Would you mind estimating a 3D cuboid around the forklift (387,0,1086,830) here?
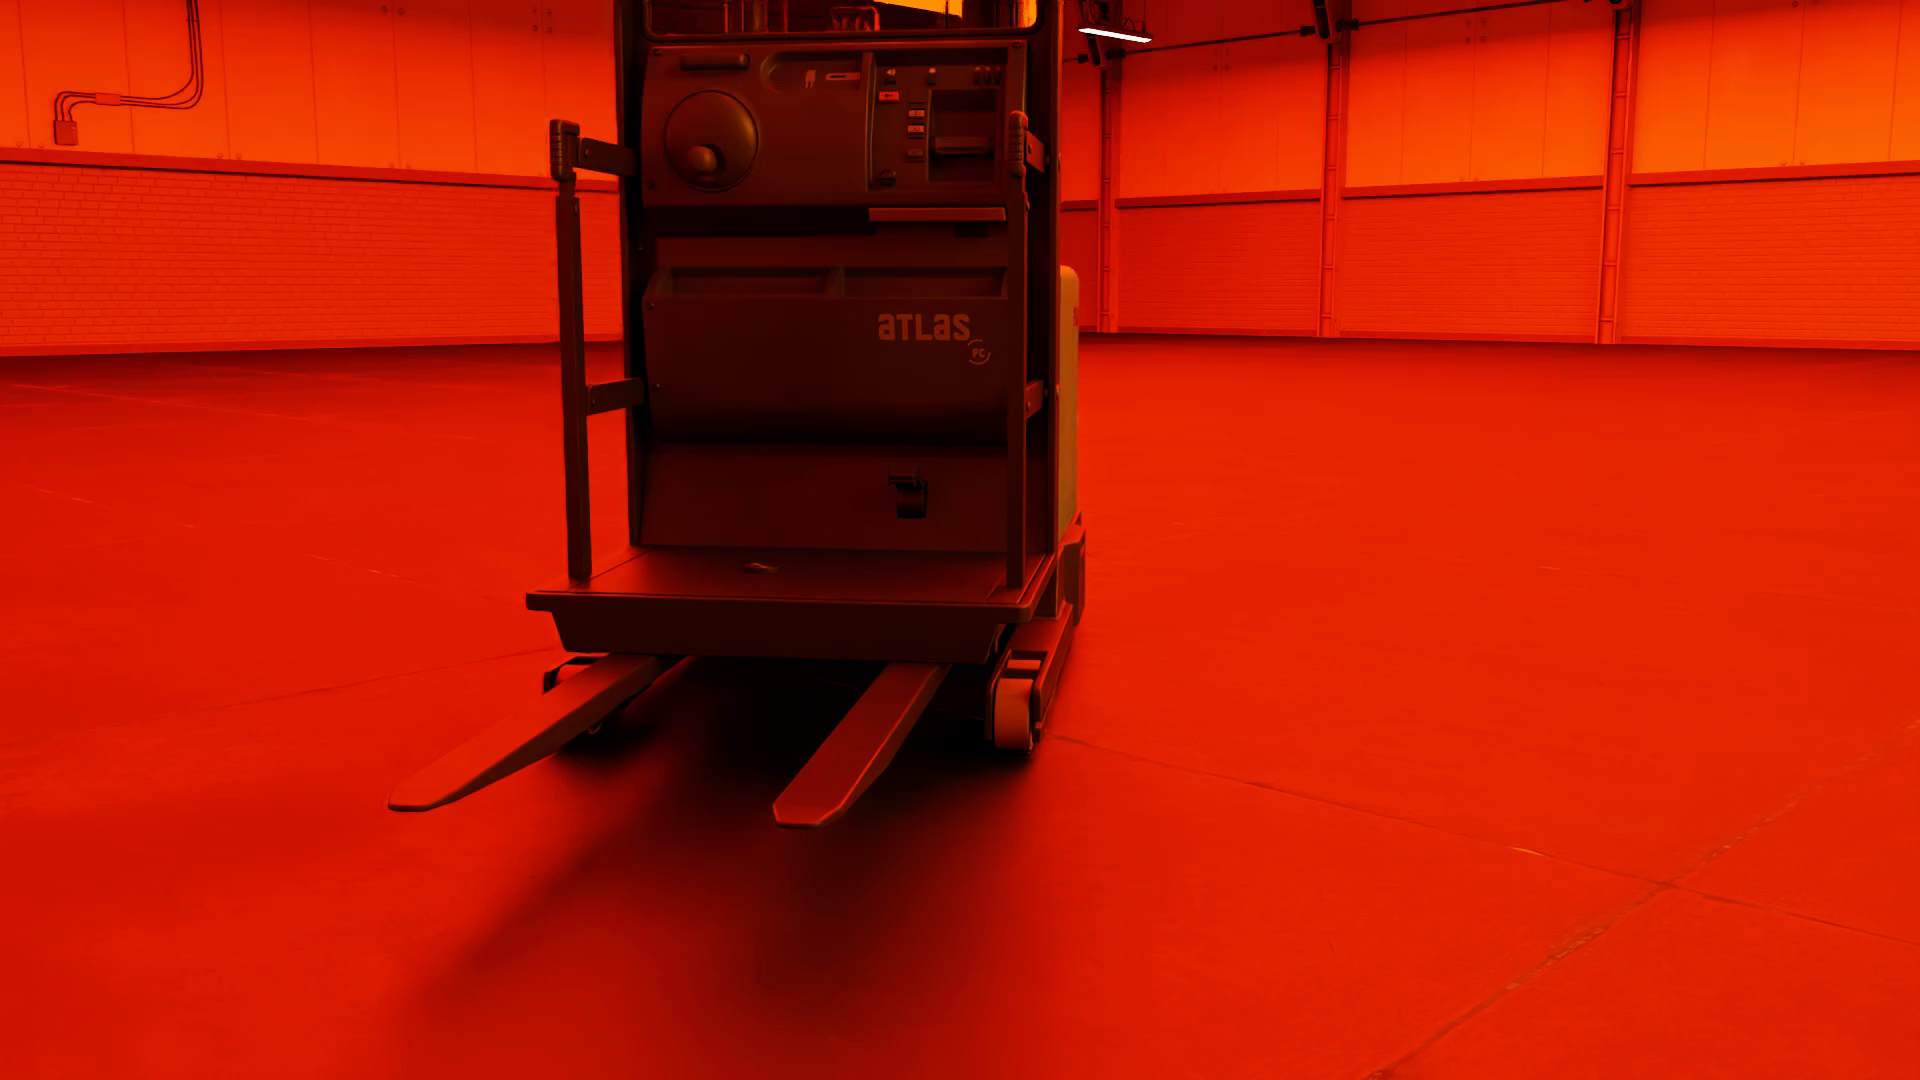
[{"bbox_3d":[-0.332,-1.040,3.780,1.130,2.935,3.031,1,9,8],"label":"forklift"}]
